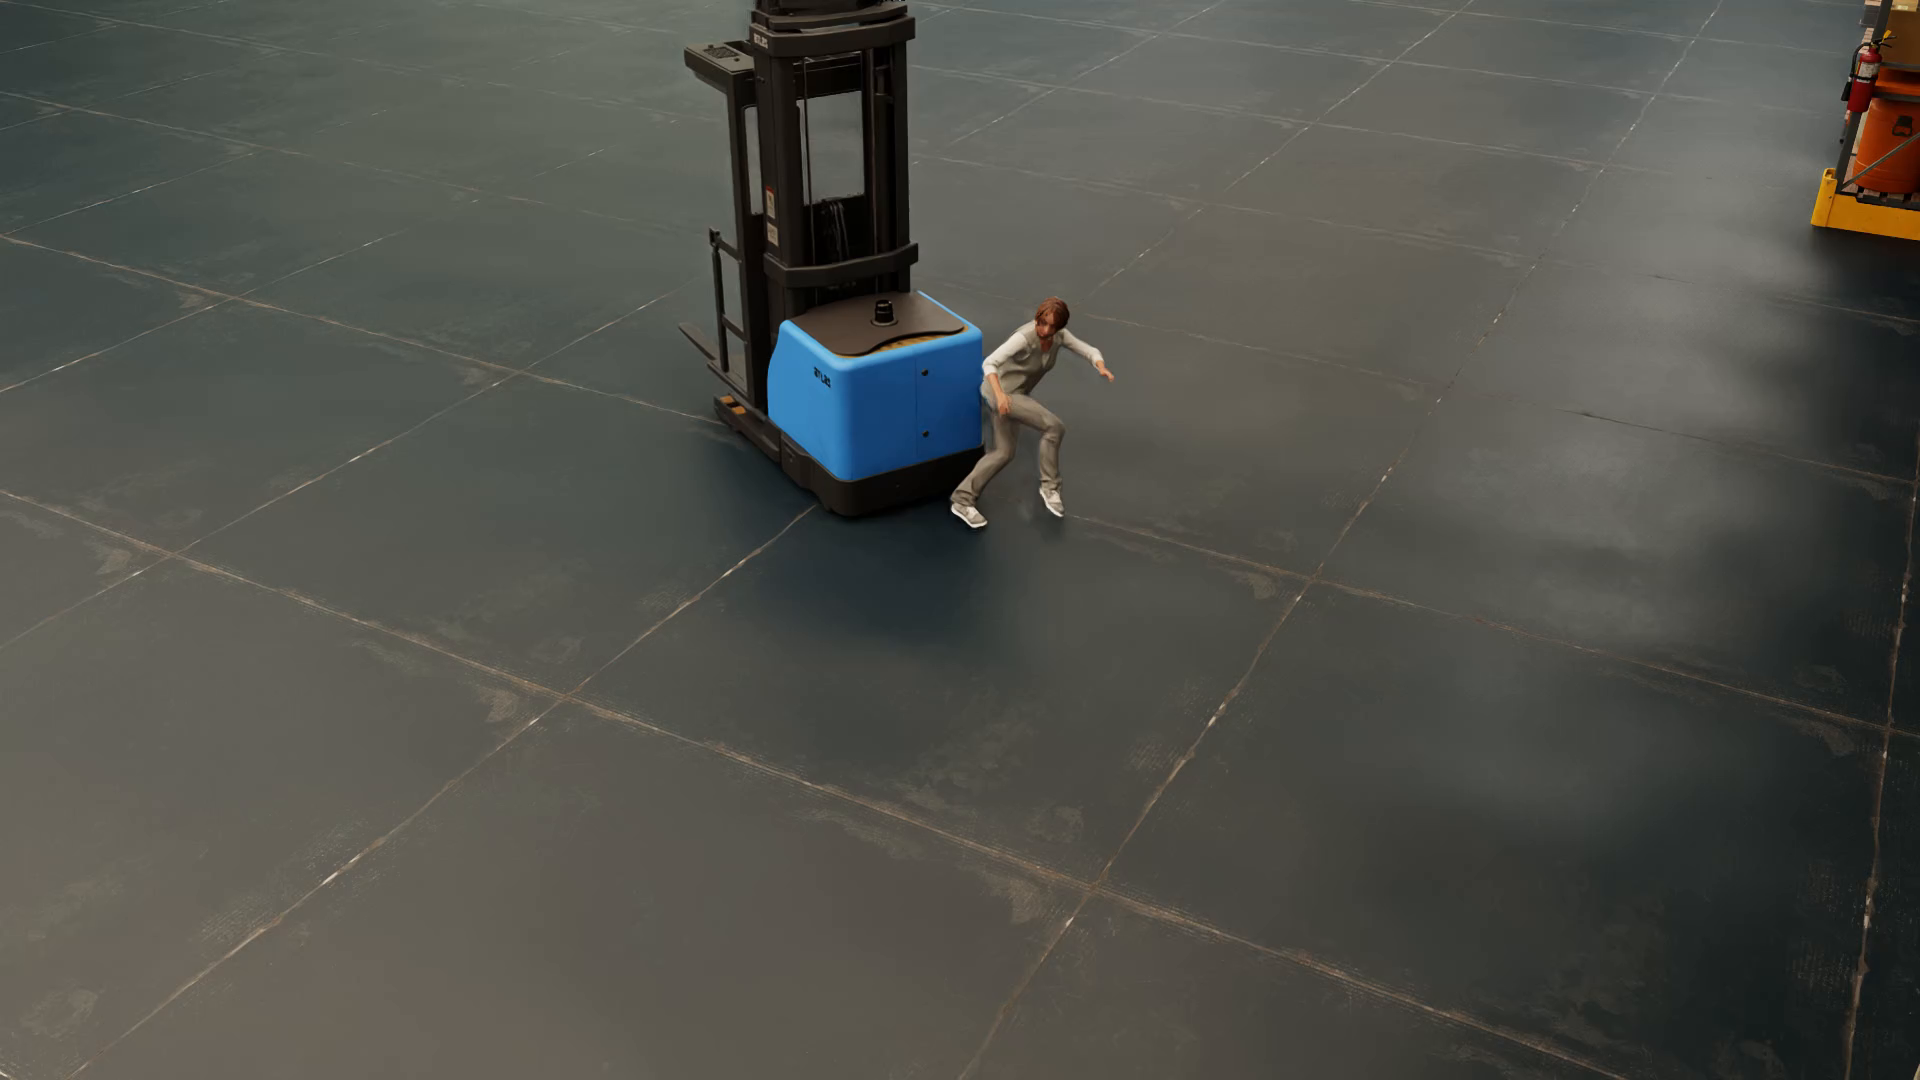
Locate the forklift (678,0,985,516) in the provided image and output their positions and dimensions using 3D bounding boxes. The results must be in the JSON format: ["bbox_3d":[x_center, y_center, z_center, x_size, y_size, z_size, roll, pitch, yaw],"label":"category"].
[{"bbox_3d":[-1.031,-2.116,10.737,1.130,2.935,3.031,-17,34,-26],"label":"forklift"}]

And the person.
[{"bbox_3d":[0.453,-0.768,9.953,0.868,1.352,0.846,13,33,22],"label":"person"}]
